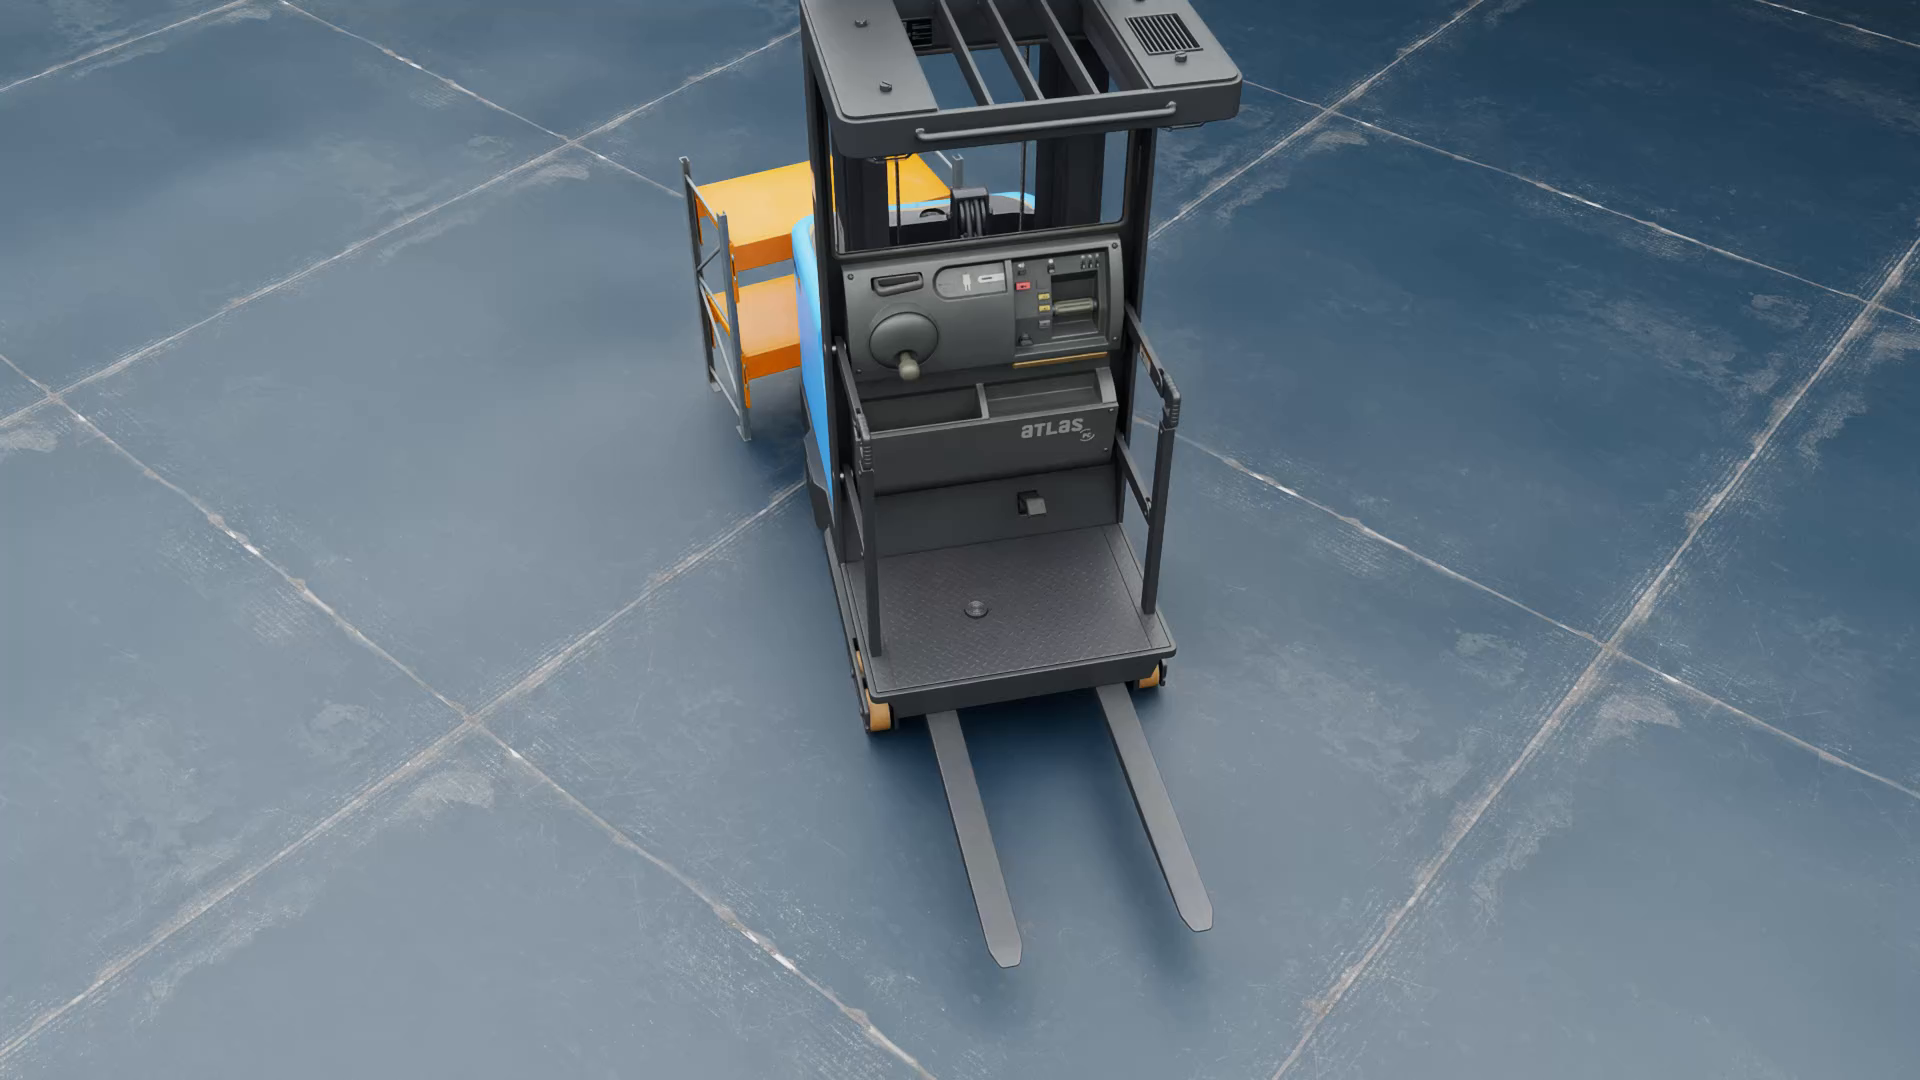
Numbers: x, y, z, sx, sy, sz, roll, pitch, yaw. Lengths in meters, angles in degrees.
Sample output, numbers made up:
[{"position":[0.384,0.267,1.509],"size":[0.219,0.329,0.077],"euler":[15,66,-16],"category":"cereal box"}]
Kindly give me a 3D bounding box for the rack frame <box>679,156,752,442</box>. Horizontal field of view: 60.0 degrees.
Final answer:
[{"position":[-1.027,-0.998,7.012],"size":[0.032,1.125,0.500],"euler":[-18,45,-19],"category":"rack frame"}]

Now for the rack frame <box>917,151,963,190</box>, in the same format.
[{"position":[-0.110,-1.292,7.335],"size":[0.032,1.125,0.500],"euler":[-18,45,-19],"category":"rack frame"}]

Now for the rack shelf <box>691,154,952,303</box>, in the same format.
[{"position":[-0.569,-1.362,6.976],"size":[1.000,0.278,0.538],"euler":[-18,45,-19],"category":"rack shelf"}]

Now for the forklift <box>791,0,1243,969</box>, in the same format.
[{"position":[0.131,-0.675,5.313],"size":[1.130,2.935,3.031],"euler":[-8,43,-9],"category":"forklift"}]

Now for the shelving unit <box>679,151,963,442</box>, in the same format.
[{"position":[-0.569,-1.145,7.173],"size":[1.048,1.125,0.538],"euler":[-18,45,-19],"category":"shelving unit"}]

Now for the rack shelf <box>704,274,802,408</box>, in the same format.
[{"position":[-0.569,-0.964,7.338],"size":[1.000,0.278,0.538],"euler":[-18,45,-19],"category":"rack shelf"}]
